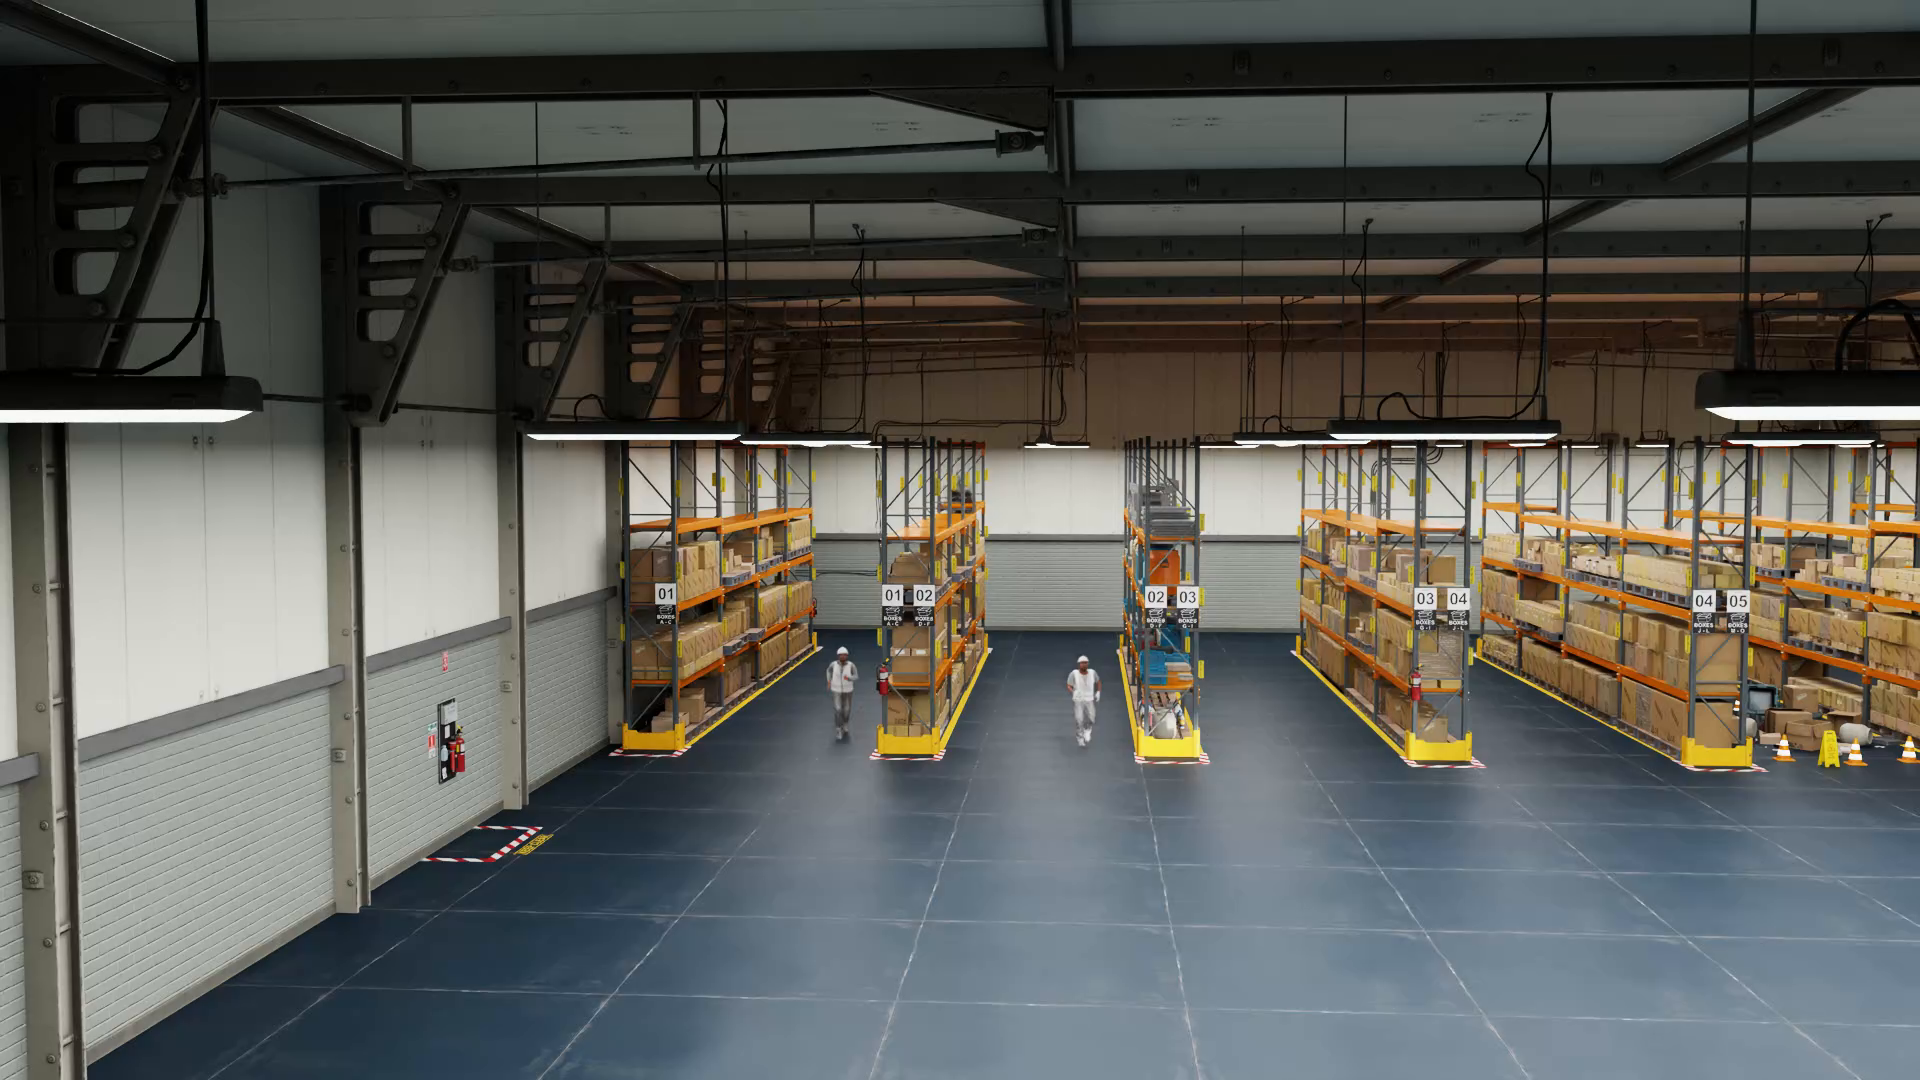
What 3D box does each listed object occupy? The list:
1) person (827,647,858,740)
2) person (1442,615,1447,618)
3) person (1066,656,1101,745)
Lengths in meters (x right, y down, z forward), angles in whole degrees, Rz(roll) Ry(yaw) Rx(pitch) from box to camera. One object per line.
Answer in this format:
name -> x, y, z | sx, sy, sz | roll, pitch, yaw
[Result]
person -> -2.350, 3.045, 33.287 | 0.627, 1.824, 0.869 | 0, 3, -6
person -> 13.992, 2.419, 47.375 | 0.693, 1.680, 0.743 | -1, 3, -25
person -> 2.422, 3.122, 32.225 | 0.712, 1.745, 0.559 | 0, 3, -8
